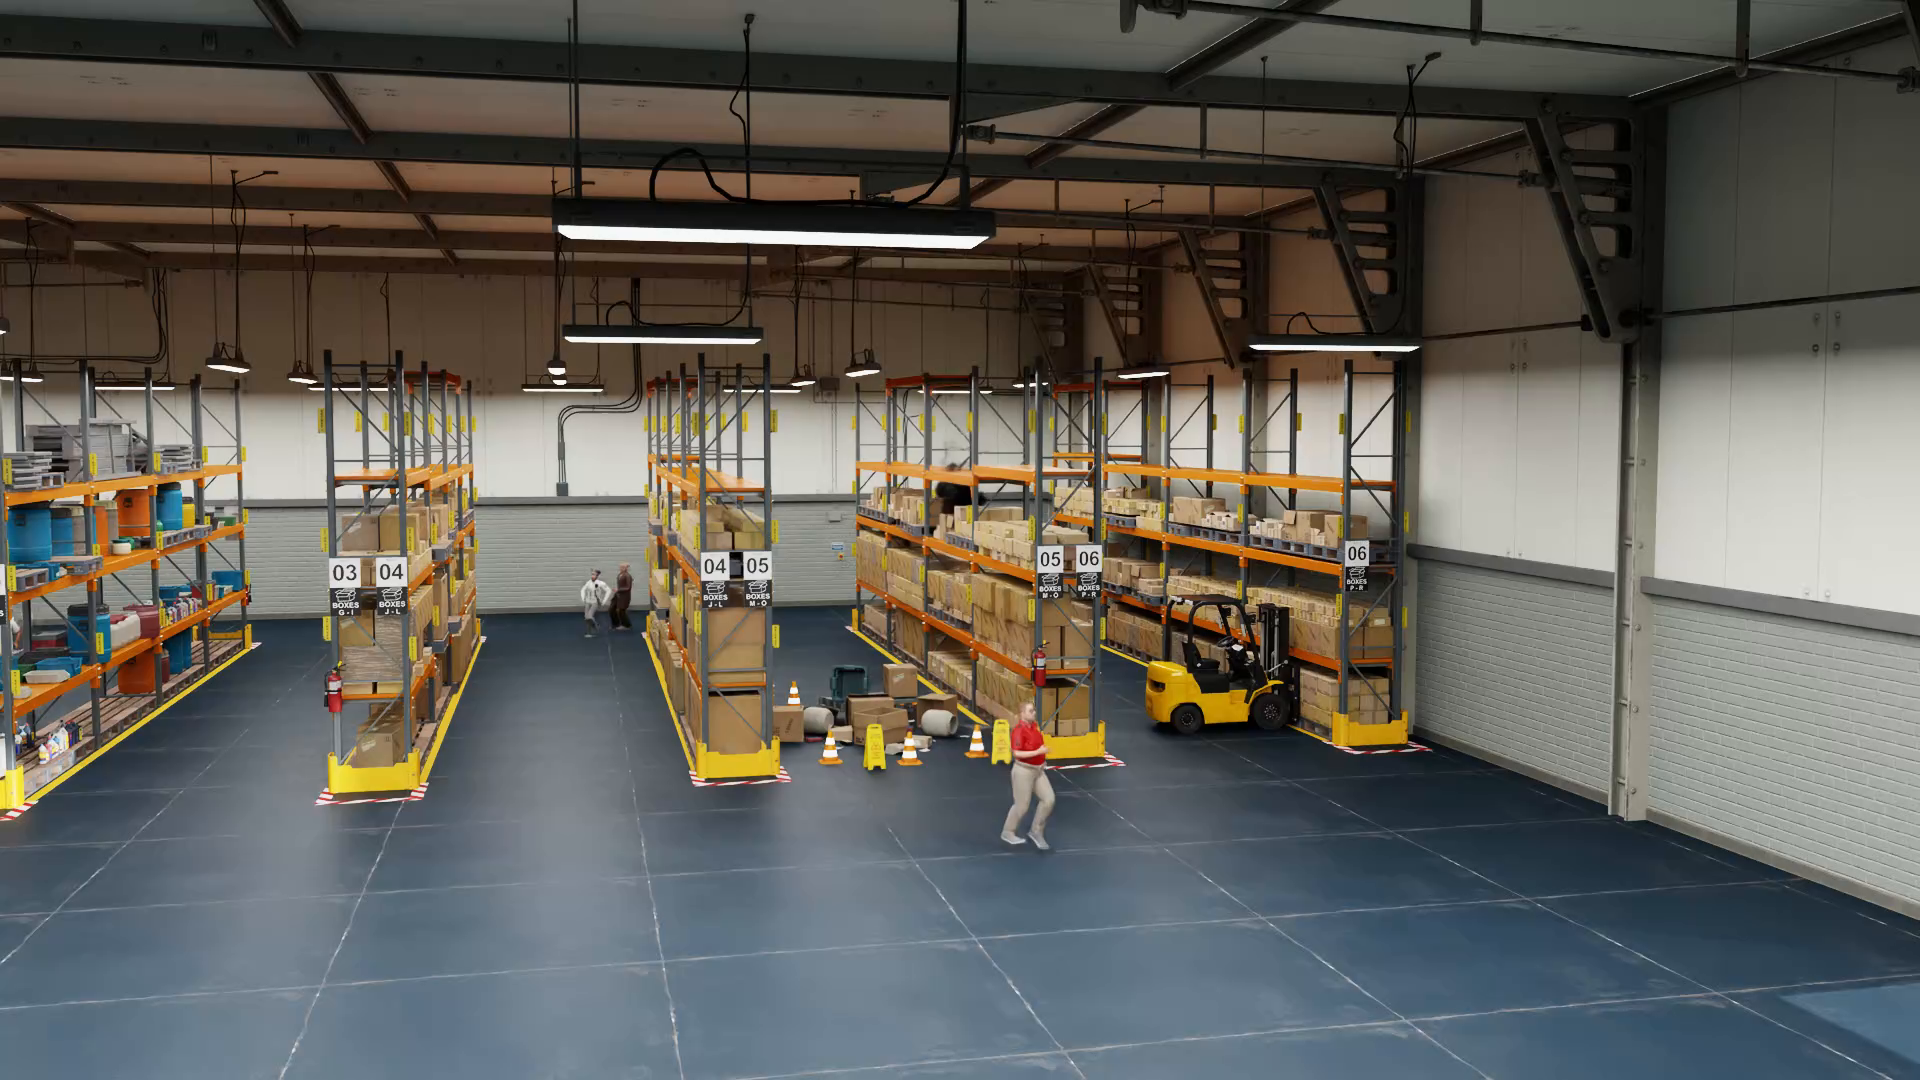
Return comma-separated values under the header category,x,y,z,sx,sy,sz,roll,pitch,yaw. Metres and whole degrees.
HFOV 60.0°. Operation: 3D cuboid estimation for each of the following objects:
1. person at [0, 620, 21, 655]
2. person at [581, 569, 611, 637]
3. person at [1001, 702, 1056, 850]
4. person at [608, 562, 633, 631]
category,x,y,z,sx,sy,sz,roll,pitch,yaw
person,-17.198,2.043,29.765,0.700,1.761,0.956,-2,4,-27
person,-8.565,1.481,38.870,0.713,1.630,0.530,2,4,24
person,0.825,2.793,19.565,0.727,1.781,0.640,3,5,35
person,-8.135,1.375,40.031,0.625,1.735,0.886,-4,5,-42
